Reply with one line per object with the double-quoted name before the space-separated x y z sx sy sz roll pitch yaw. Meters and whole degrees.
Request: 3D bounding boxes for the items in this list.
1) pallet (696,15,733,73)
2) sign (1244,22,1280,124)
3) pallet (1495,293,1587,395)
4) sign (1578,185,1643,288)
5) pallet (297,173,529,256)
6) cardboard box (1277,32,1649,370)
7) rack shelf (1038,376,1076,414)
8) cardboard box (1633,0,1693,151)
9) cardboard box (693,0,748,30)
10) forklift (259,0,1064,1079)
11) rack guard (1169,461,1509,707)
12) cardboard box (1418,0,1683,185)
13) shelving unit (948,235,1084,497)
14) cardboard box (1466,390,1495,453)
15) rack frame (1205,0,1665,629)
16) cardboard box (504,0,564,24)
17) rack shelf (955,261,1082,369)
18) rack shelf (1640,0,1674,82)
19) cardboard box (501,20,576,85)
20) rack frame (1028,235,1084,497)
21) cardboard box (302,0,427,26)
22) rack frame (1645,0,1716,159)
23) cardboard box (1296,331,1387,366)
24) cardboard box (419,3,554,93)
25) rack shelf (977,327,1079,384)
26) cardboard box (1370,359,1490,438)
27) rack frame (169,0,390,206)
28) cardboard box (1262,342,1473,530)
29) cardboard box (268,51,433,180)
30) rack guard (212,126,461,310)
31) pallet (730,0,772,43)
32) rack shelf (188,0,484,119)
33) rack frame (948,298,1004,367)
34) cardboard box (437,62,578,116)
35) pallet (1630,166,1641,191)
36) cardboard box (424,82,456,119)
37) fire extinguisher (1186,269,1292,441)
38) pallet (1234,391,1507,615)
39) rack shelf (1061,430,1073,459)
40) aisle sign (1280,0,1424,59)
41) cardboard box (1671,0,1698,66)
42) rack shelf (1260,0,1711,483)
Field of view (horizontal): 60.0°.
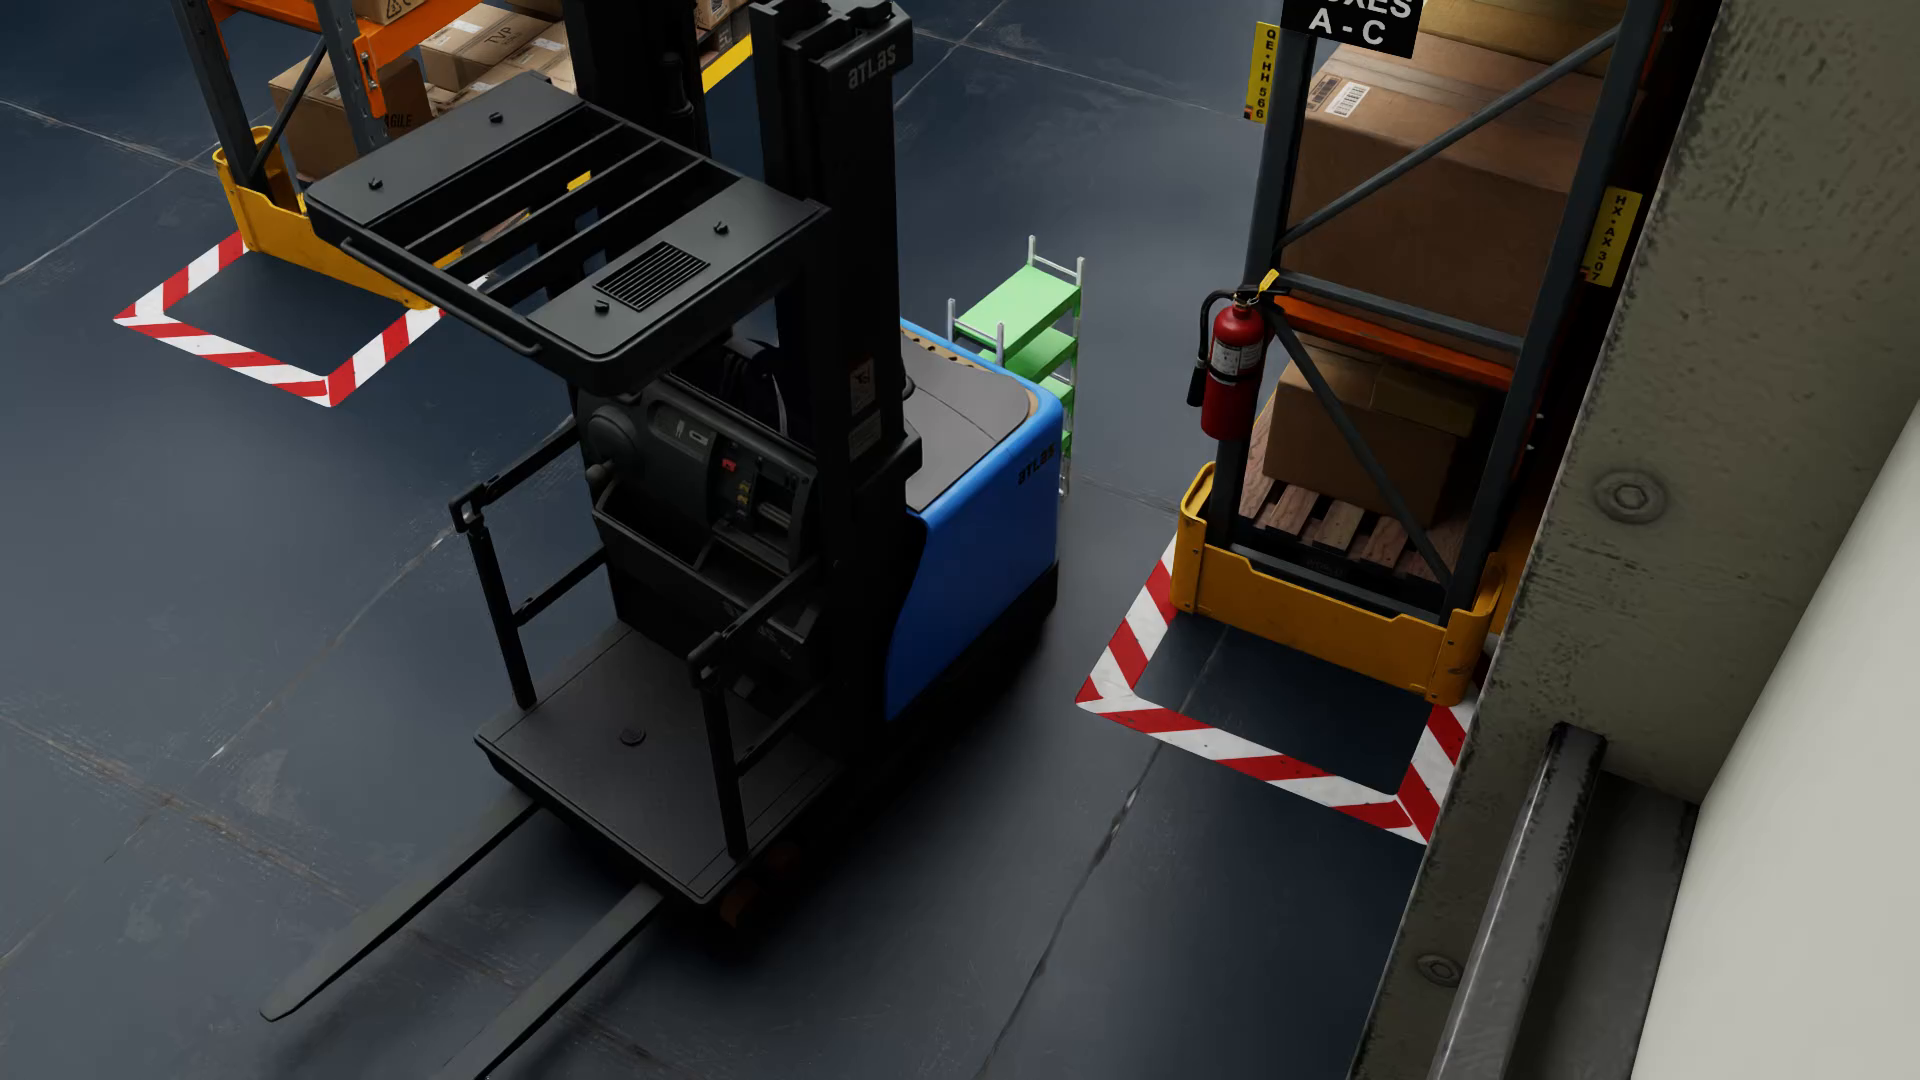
"pallet" -2.013 -2.706 9.276 1.003 0.211 1.213 20 49 19
"sign" 0.931 -1.415 5.059 0.100 0.325 0.005 20 49 19
"pallet" 2.274 -1.052 7.641 1.003 0.211 1.213 20 49 19
"sign" 1.894 -0.882 4.849 0.100 0.325 0.005 20 49 19
"pallet" -2.580 -1.940 8.520 1.003 0.211 1.213 20 49 19
"cardboard box" 1.633 -1.167 5.584 0.980 0.700 0.700 23 50 21
"rack shelf" 0.206 -0.474 6.465 0.258 0.148 0.480 29 52 26
"cardboard box" 2.323 -2.106 6.512 0.980 0.700 0.700 18 48 17
"cardboard box" -1.489 -3.175 9.360 0.500 0.311 0.500 20 49 19
"forklift" -0.928 -0.151 4.839 1.130 2.935 3.031 29 52 26
"rack guard" 1.394 0.157 6.244 1.175 0.500 0.348 20 49 19
"cardboard box" 1.961 -1.629 6.040 0.980 0.700 0.700 20 49 19
"shelving unit" 0.206 -0.519 6.420 0.258 1.200 0.503 29 52 26
"cardboard box" 1.873 -0.795 6.889 0.700 0.500 0.500 20 49 19
"rack frame" 1.405 -0.737 5.370 1.000 3.000 0.127 20 49 19
"cardboard box" -1.995 -2.982 9.034 0.797 0.503 0.637 20 49 19
"rack shelf" 0.206 -0.812 6.124 0.258 0.148 0.480 29 52 26
"rack shelf" 2.333 -2.799 5.804 1.077 0.370 4.000 20 49 19
"cardboard box" -2.017 -2.437 8.674 0.500 0.250 0.500 20 49 19
"rack frame" 0.356 -0.656 6.555 0.240 1.200 0.015 29 52 26
"cardboard box" -2.545 -2.598 7.138 0.500 0.500 0.500 21 49 20
"rack frame" 3.262 -3.257 7.860 1.000 3.000 0.127 20 49 19
"cardboard box" 1.539 -0.849 6.486 0.380 0.149 0.250 20 49 19
"cardboard box" -2.483 -2.571 8.806 0.500 0.250 0.500 20 49 19
"rack shelf" 0.206 -0.643 6.294 0.258 0.148 0.480 29 52 26
"cardboard box" 1.760 -0.563 6.204 0.380 0.149 0.250 21 49 19
"rack frame" -2.985 -2.370 6.984 1.000 3.000 0.127 20 49 19
"cardboard box" 1.641 -0.480 6.578 0.700 0.500 0.500 20 49 19
"cardboard box" -2.950 -2.070 8.135 0.500 0.500 0.500 20 49 19
"rack guard" -2.949 -1.539 7.920 1.175 0.500 0.348 20 49 19
"pallet" -1.447 -3.478 10.039 1.003 0.211 1.213 20 49 19
"rack shelf" -2.056 -3.377 8.485 1.077 0.370 4.000 20 49 19
"rack frame" 0.056 -0.382 6.284 0.240 1.200 0.015 29 52 26
"cardboard box" -2.249 -2.122 8.362 0.500 0.250 0.500 20 49 19
"pallet" 2.839 -1.824 8.404 1.003 0.211 1.213 20 49 19
"cardboard box" -2.683 -2.178 8.477 0.380 0.166 0.250 20 49 19
"fire extinguisher" 0.926 -0.636 5.586 0.296 0.674 0.183 20 49 19
"pallet" 1.707 -0.286 6.885 1.003 0.211 1.213 20 49 19
"rack shelf" 0.206 -0.306 6.636 0.258 0.148 0.480 29 52 26
"aisle sign" 1.106 -1.705 4.498 0.394 0.787 0.004 20 49 19
"cardboard box" 2.652 -2.568 6.968 0.980 0.700 0.700 19 48 18
"rack shelf" 2.333 -1.744 6.871 1.077 0.370 4.000 20 49 19
